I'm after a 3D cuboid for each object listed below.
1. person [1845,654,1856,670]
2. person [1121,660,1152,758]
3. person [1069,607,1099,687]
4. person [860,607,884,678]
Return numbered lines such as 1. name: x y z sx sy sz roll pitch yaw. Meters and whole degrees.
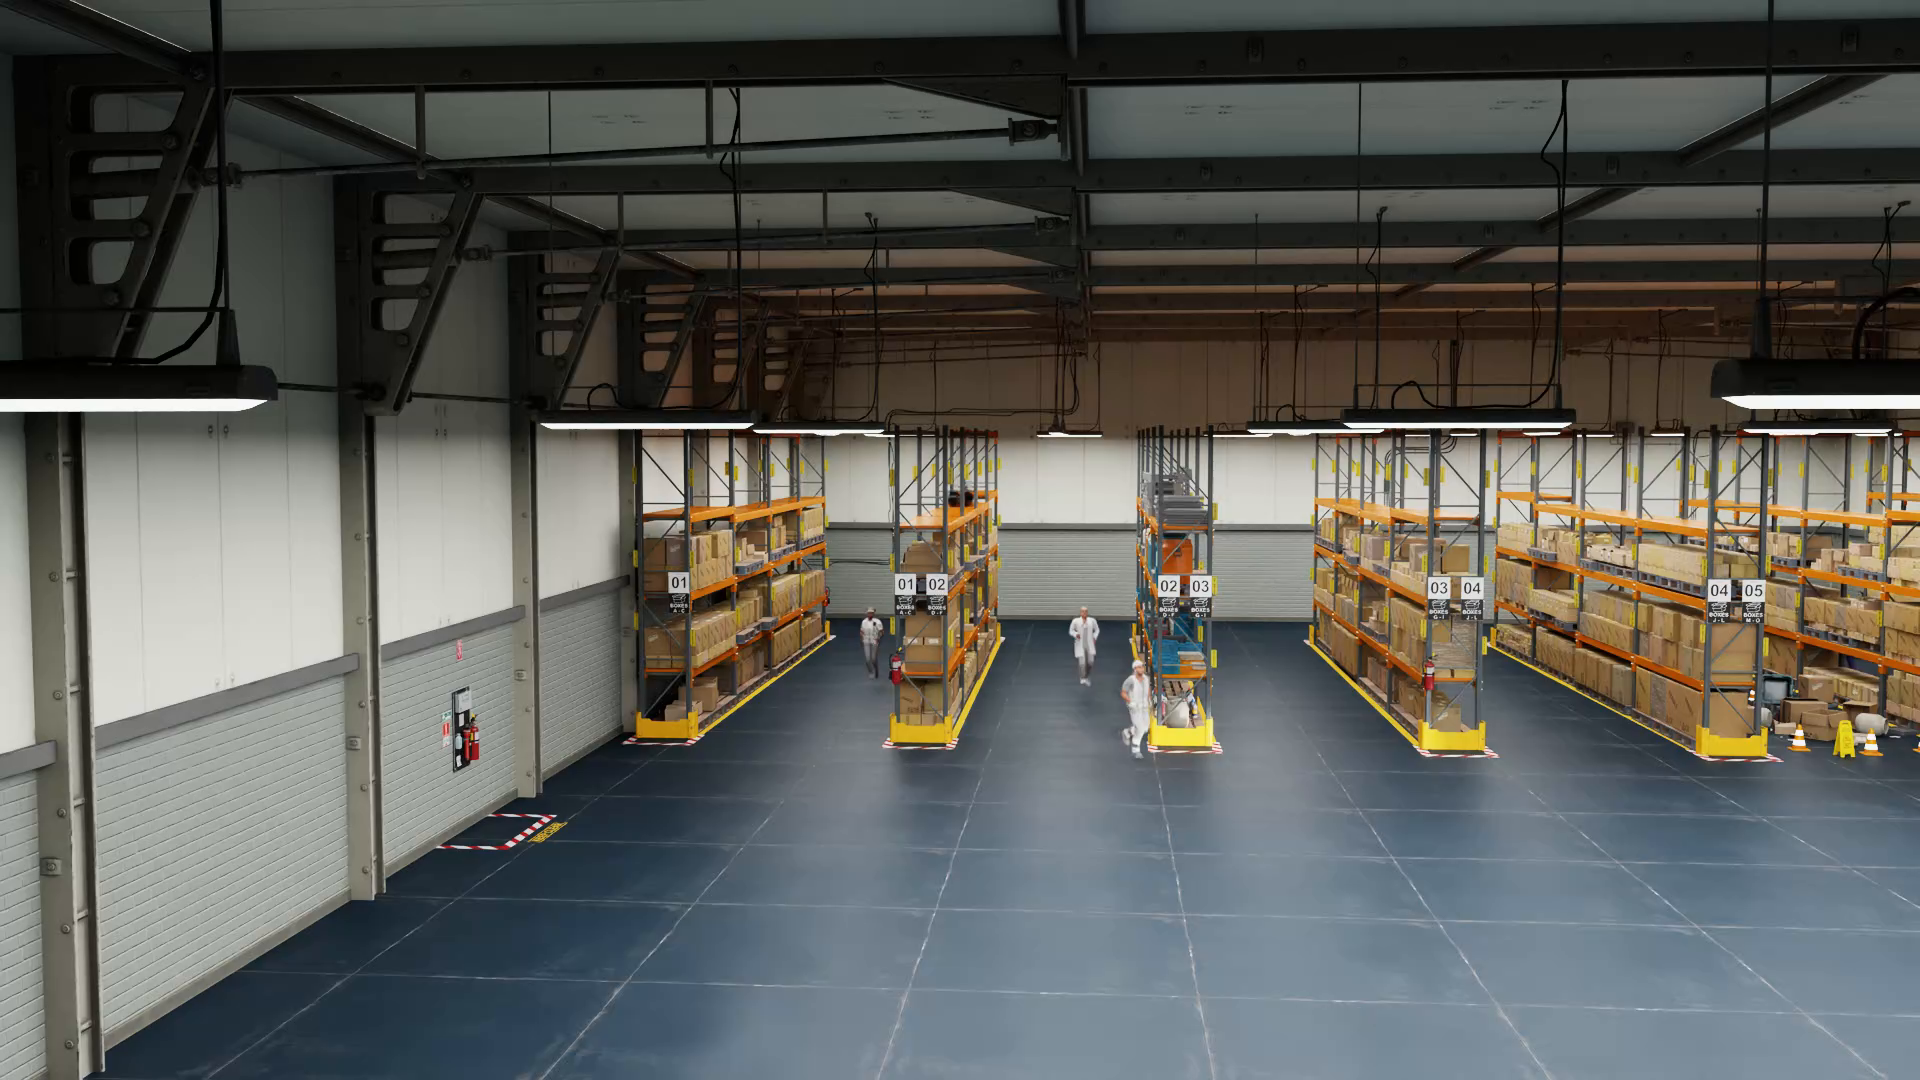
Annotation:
1. person: 21.290 2.506 40.048 0.564 1.700 0.836 0 3 0
2. person: 3.171 3.044 30.147 0.642 1.765 0.657 -2 4 -34
3. person: 2.784 2.386 36.964 0.698 1.795 0.633 0 3 -4
4. person: -2.036 2.350 37.992 0.555 1.662 0.493 1 3 11
